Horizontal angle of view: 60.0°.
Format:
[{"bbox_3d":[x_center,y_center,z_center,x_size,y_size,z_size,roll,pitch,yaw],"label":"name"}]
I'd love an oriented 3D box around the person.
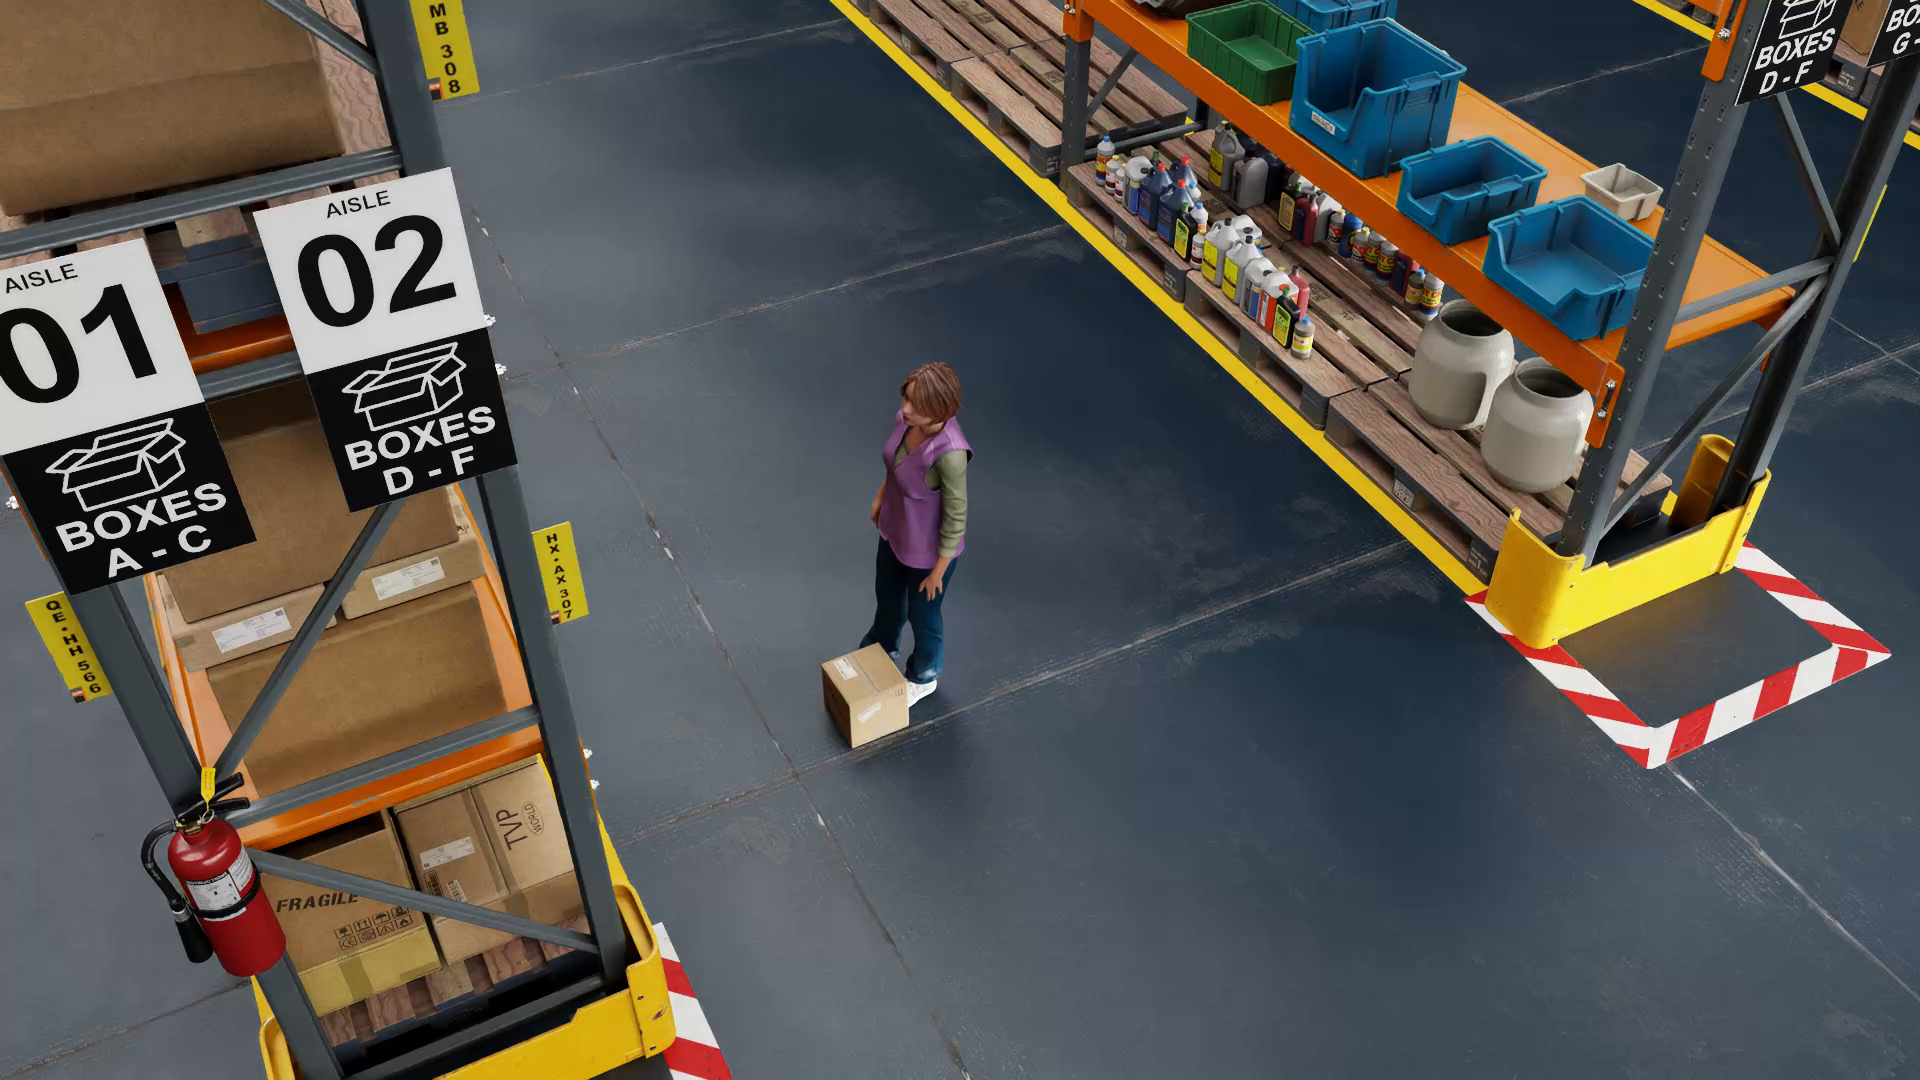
[{"bbox_3d":[-0.222,0.020,6.130,0.473,1.599,0.519,-19,45,-20],"label":"person"}]
